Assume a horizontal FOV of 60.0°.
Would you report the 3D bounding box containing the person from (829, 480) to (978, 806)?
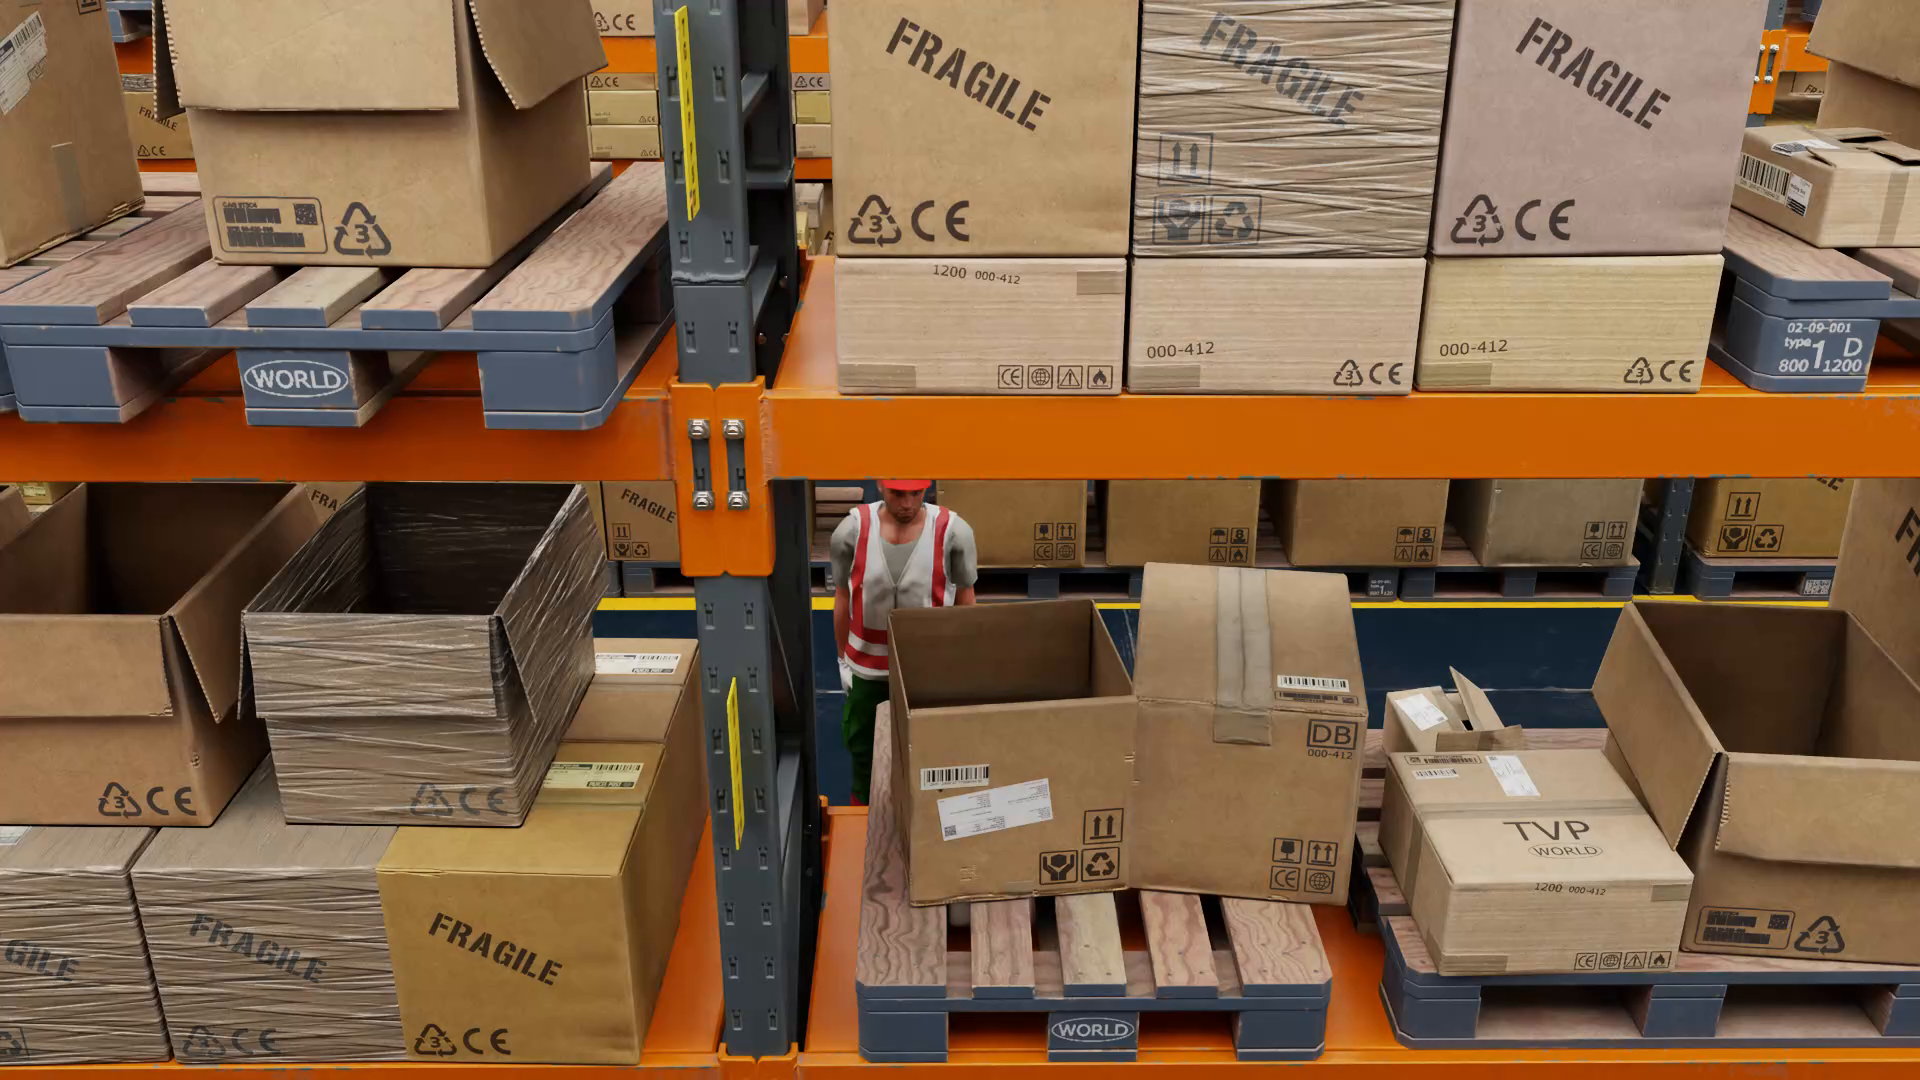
[{"bbox_3d":[-0.199,0.467,6.028,0.527,1.779,0.346,0,24,1],"label":"person"}]
